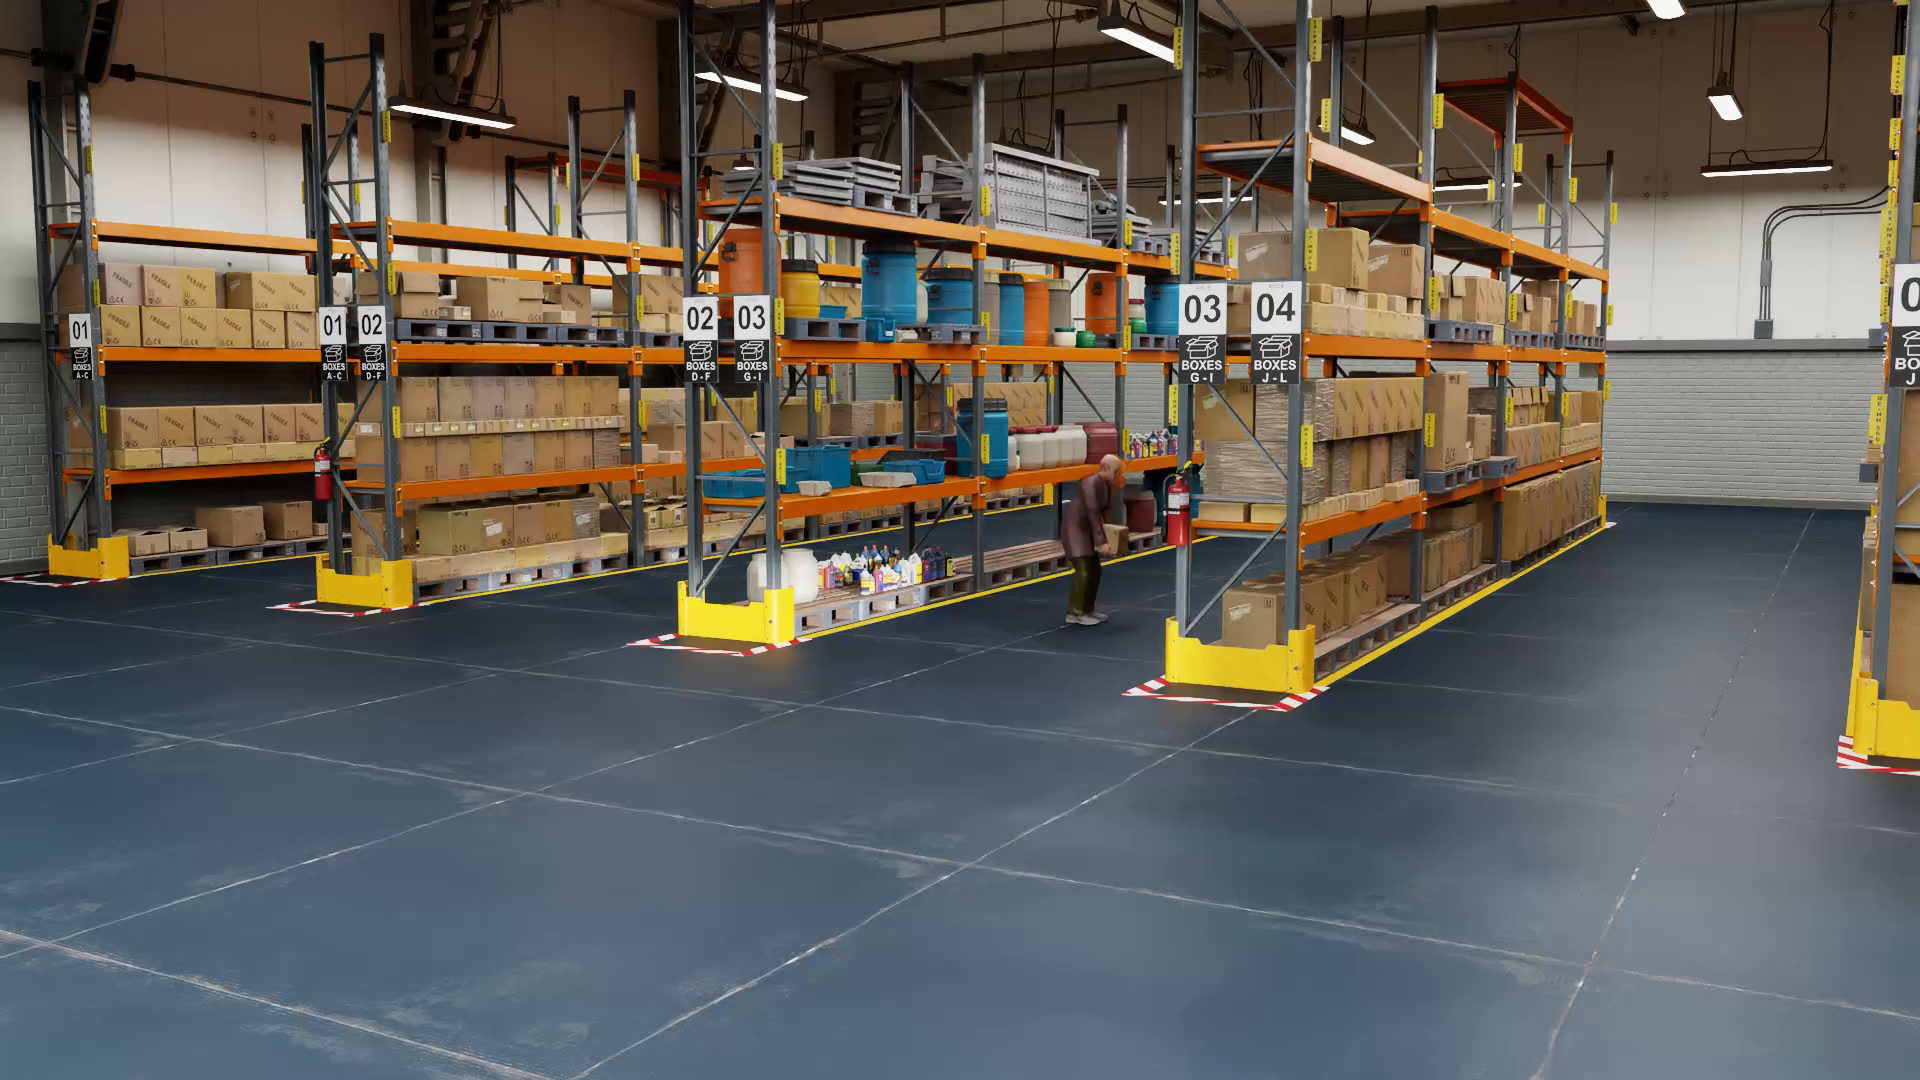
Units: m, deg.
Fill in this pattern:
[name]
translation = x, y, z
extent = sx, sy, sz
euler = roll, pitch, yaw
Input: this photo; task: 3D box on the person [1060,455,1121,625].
[person]
translation = 1.317, -0.006, 16.587
extent = 0.625, 1.691, 0.540
euler = 3, 7, 28
